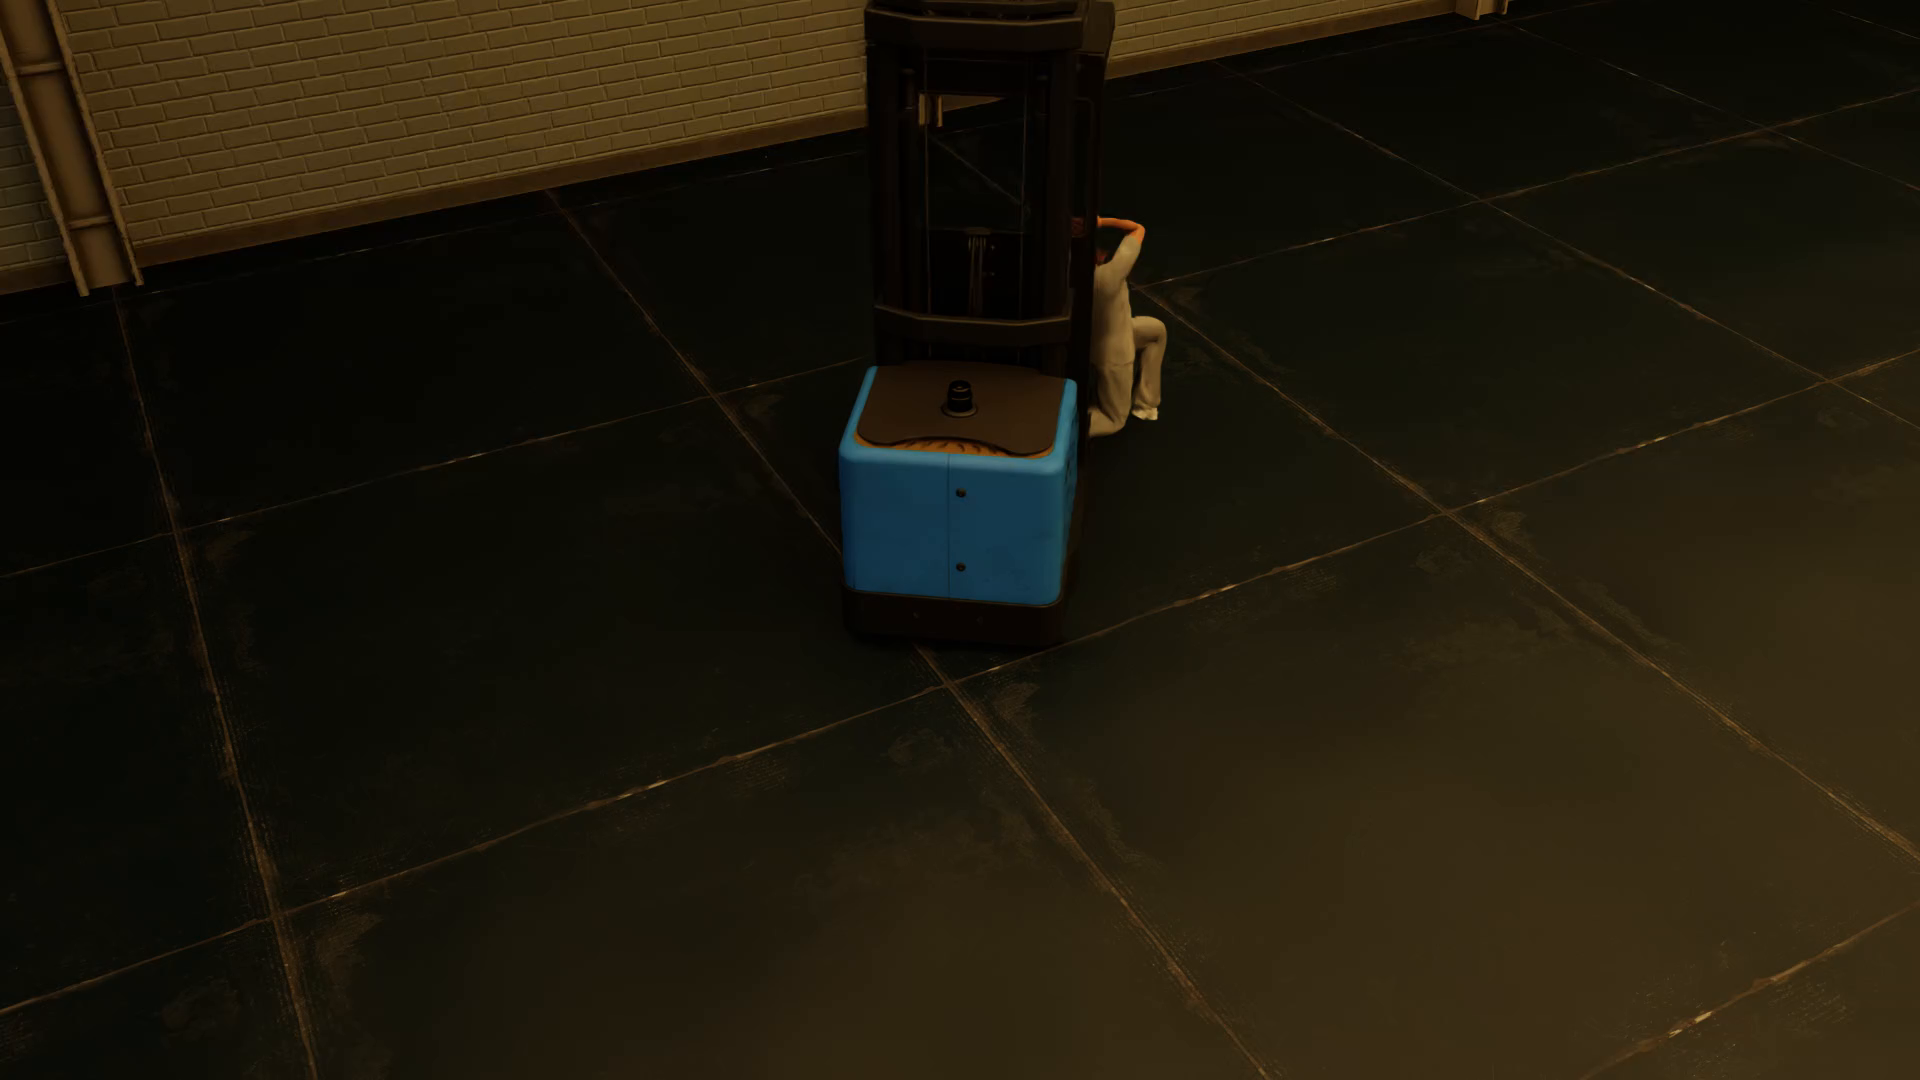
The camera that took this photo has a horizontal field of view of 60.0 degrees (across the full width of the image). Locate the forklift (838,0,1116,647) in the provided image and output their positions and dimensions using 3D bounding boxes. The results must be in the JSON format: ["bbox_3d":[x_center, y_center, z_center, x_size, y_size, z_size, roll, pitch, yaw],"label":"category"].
[{"bbox_3d":[0.152,-1.532,8.290,1.130,2.935,3.031,5,36,6],"label":"forklift"}]

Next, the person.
[{"bbox_3d":[0.636,-1.205,9.056,0.942,1.370,0.884,-24,42,-30],"label":"person"}]
